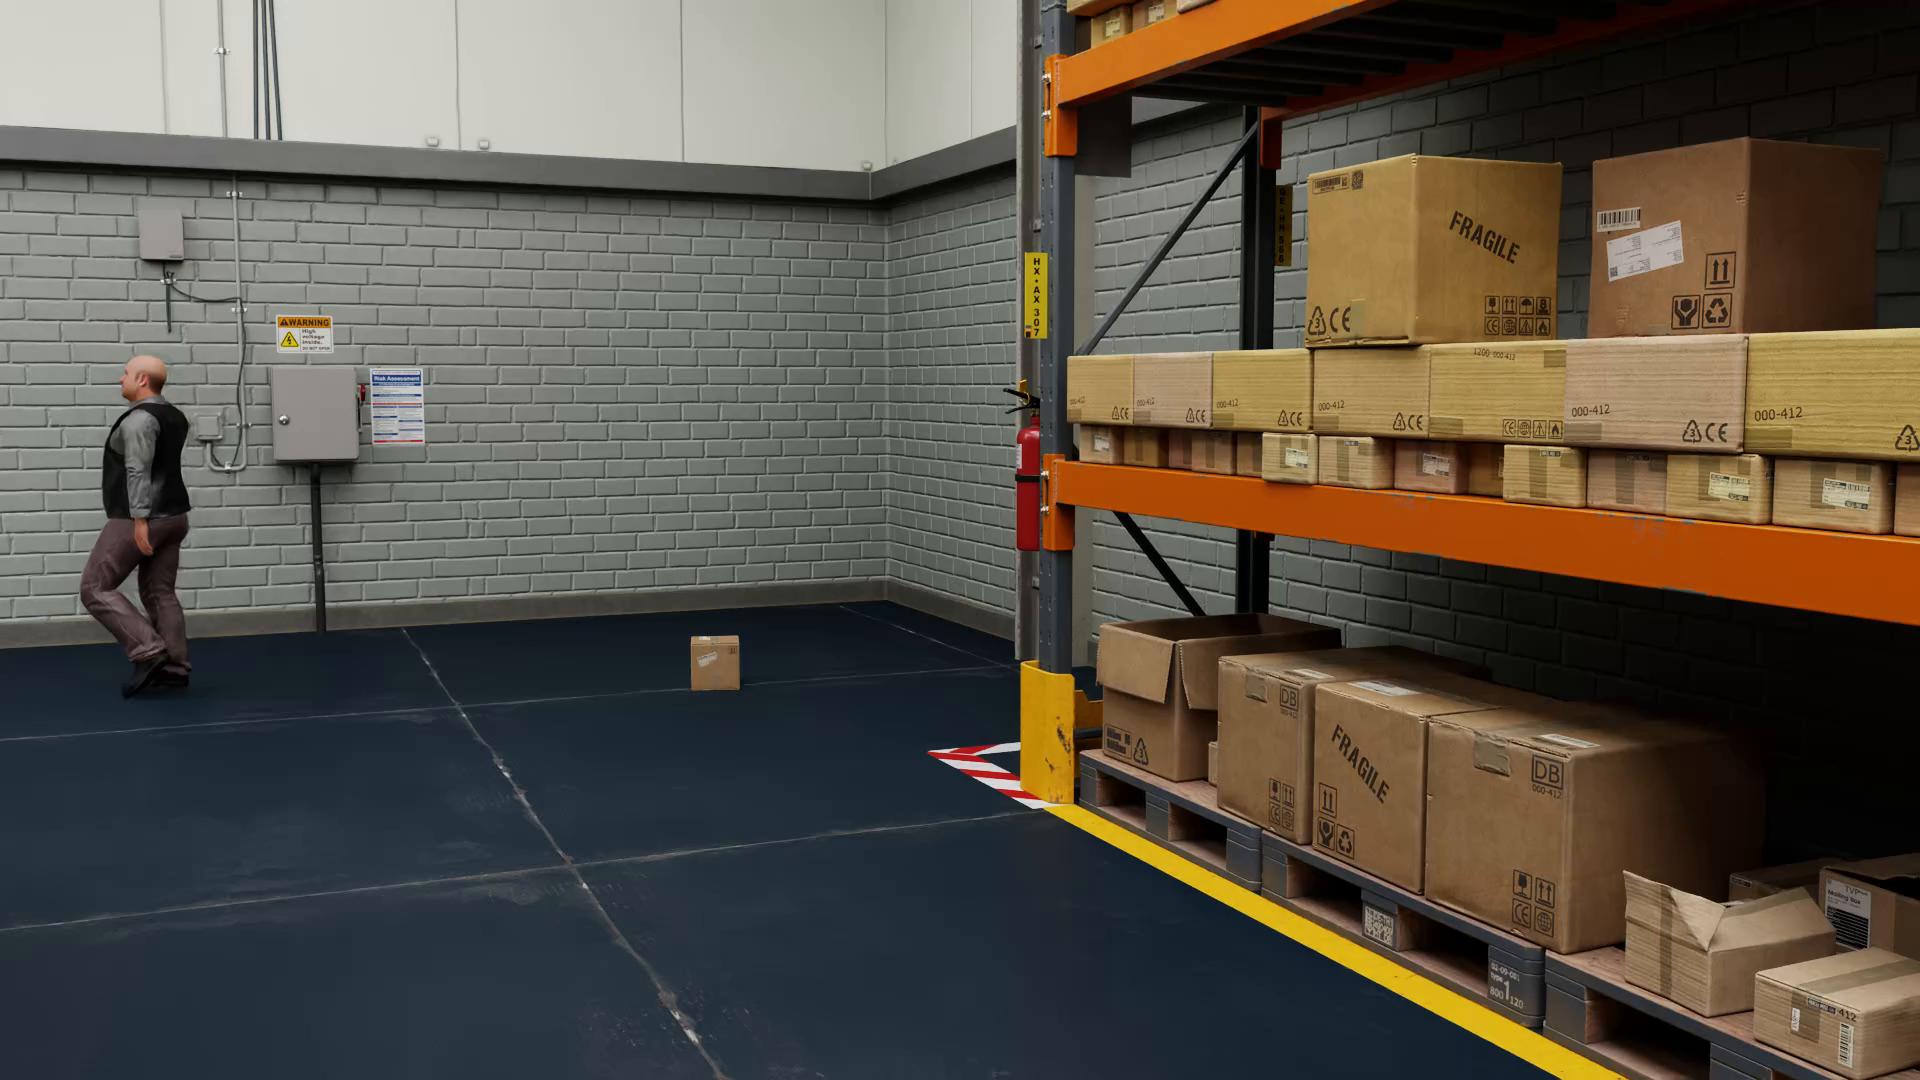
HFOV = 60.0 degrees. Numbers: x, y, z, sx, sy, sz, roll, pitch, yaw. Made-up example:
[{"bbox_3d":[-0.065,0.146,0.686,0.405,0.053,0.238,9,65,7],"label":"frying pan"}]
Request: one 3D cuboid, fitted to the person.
[{"bbox_3d":[-4.209,-0.032,8.523,0.461,1.656,0.550,0,5,0],"label":"person"}]
